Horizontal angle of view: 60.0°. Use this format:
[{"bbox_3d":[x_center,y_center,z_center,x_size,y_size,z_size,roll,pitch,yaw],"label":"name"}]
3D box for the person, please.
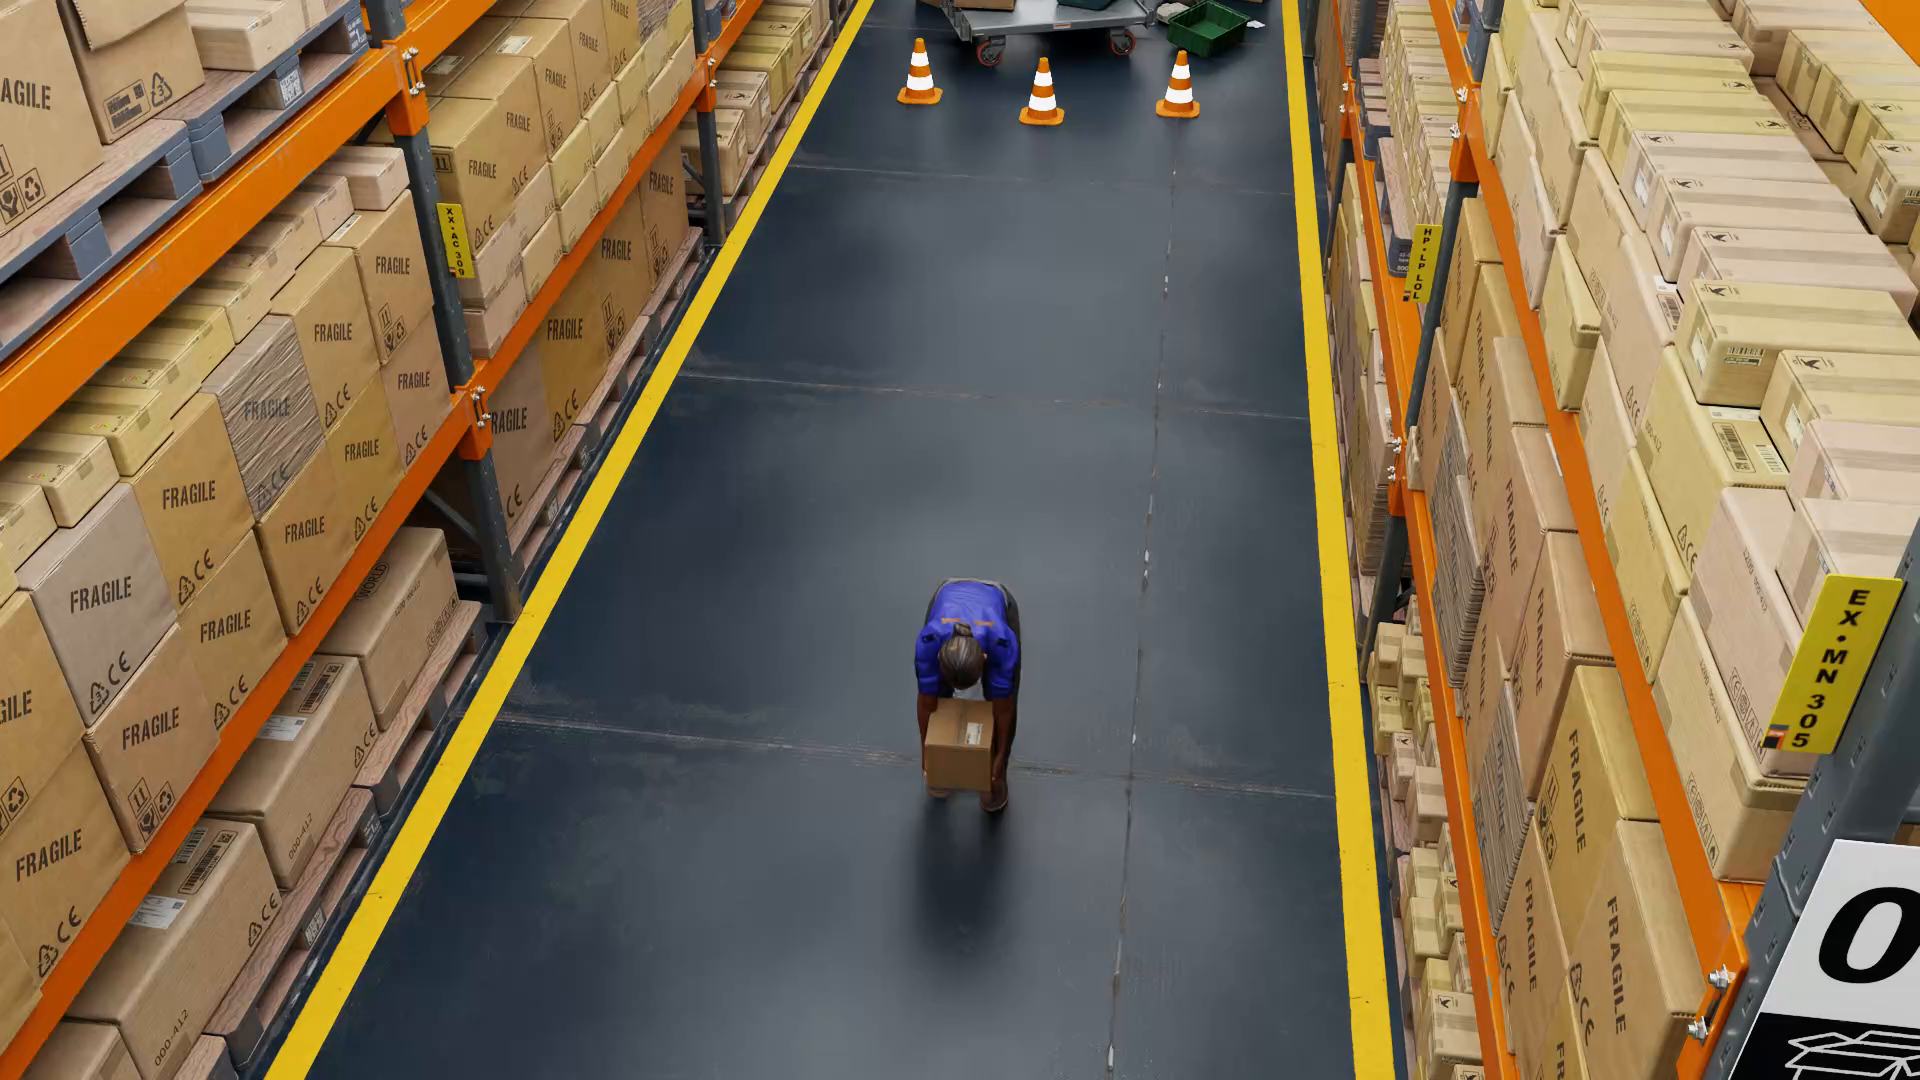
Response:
[{"bbox_3d":[0.026,0.654,6.552,0.413,1.194,0.844,3,36,5],"label":"person"}]
